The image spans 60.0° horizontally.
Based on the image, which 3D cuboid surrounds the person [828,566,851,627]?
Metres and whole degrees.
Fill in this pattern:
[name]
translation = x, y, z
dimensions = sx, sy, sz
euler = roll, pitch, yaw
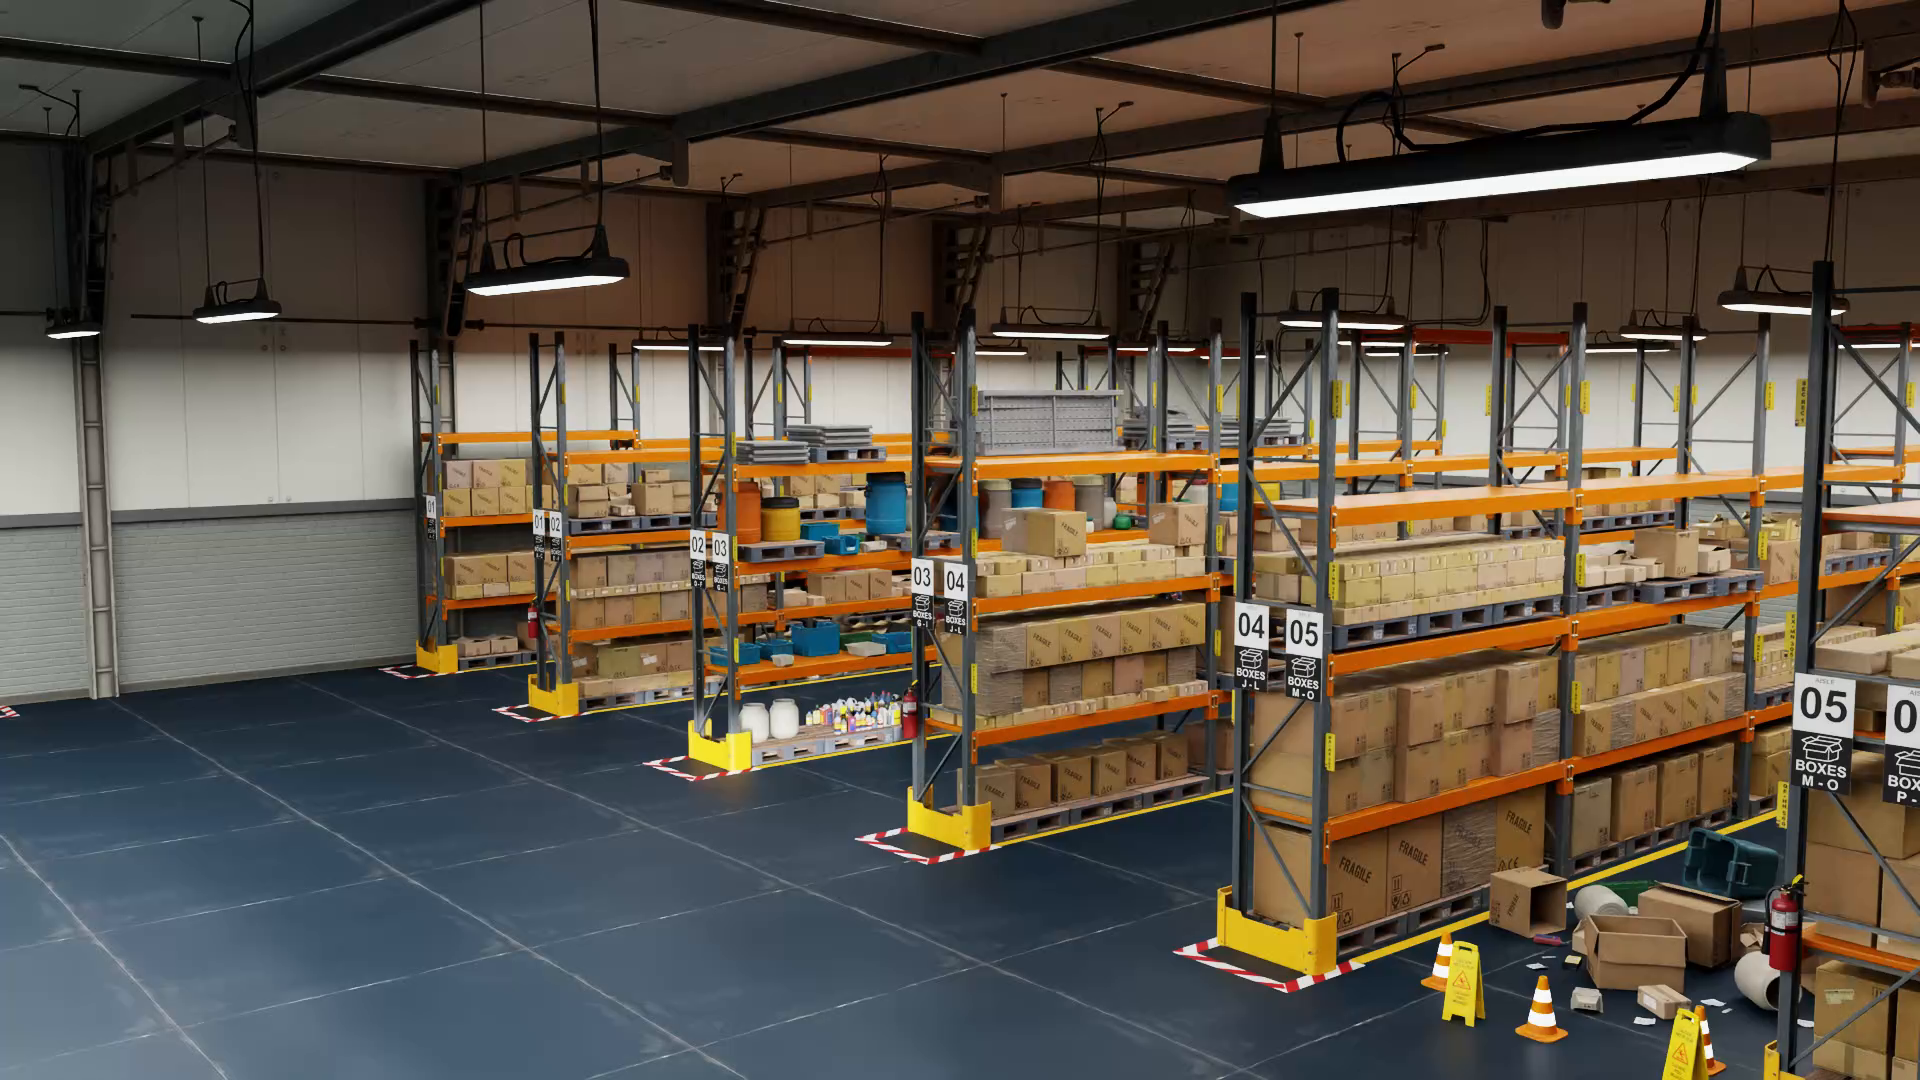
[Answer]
[person]
translation = -2.518, 1.231, 33.840
dimensions = 0.477, 1.593, 1.033
euler = 5, 7, 42
